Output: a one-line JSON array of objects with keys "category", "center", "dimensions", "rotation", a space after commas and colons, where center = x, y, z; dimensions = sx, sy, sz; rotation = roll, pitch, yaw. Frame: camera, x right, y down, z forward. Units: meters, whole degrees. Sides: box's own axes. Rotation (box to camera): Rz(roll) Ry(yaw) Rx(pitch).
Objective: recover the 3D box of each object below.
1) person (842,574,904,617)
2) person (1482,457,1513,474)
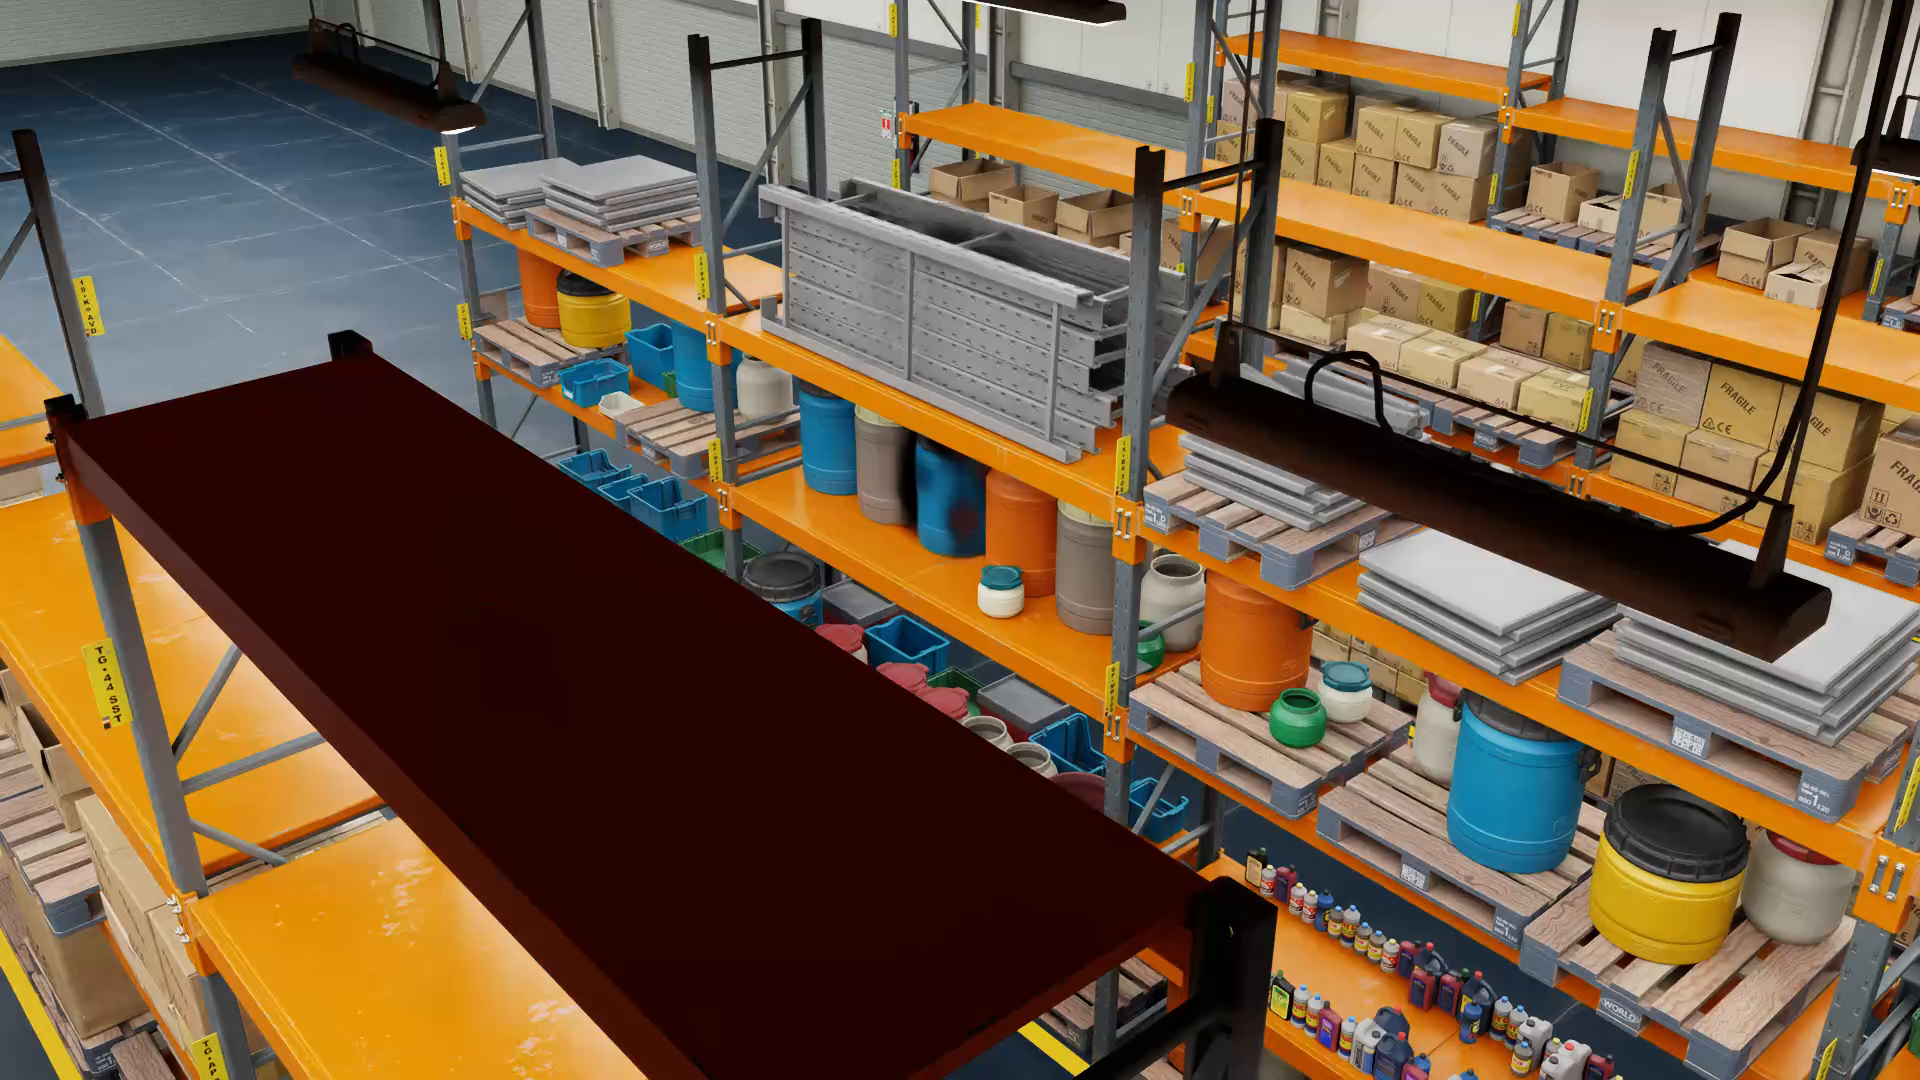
[{"category": "person", "center": [-0.723, 0.505, 14.738], "dimensions": [0.782, 1.711, 0.731], "rotation": [6, 28, 12]}, {"category": "person", "center": [5.397, -0.262, 16.354], "dimensions": [0.750, 1.563, 0.624], "rotation": [8, 28, 16]}]
